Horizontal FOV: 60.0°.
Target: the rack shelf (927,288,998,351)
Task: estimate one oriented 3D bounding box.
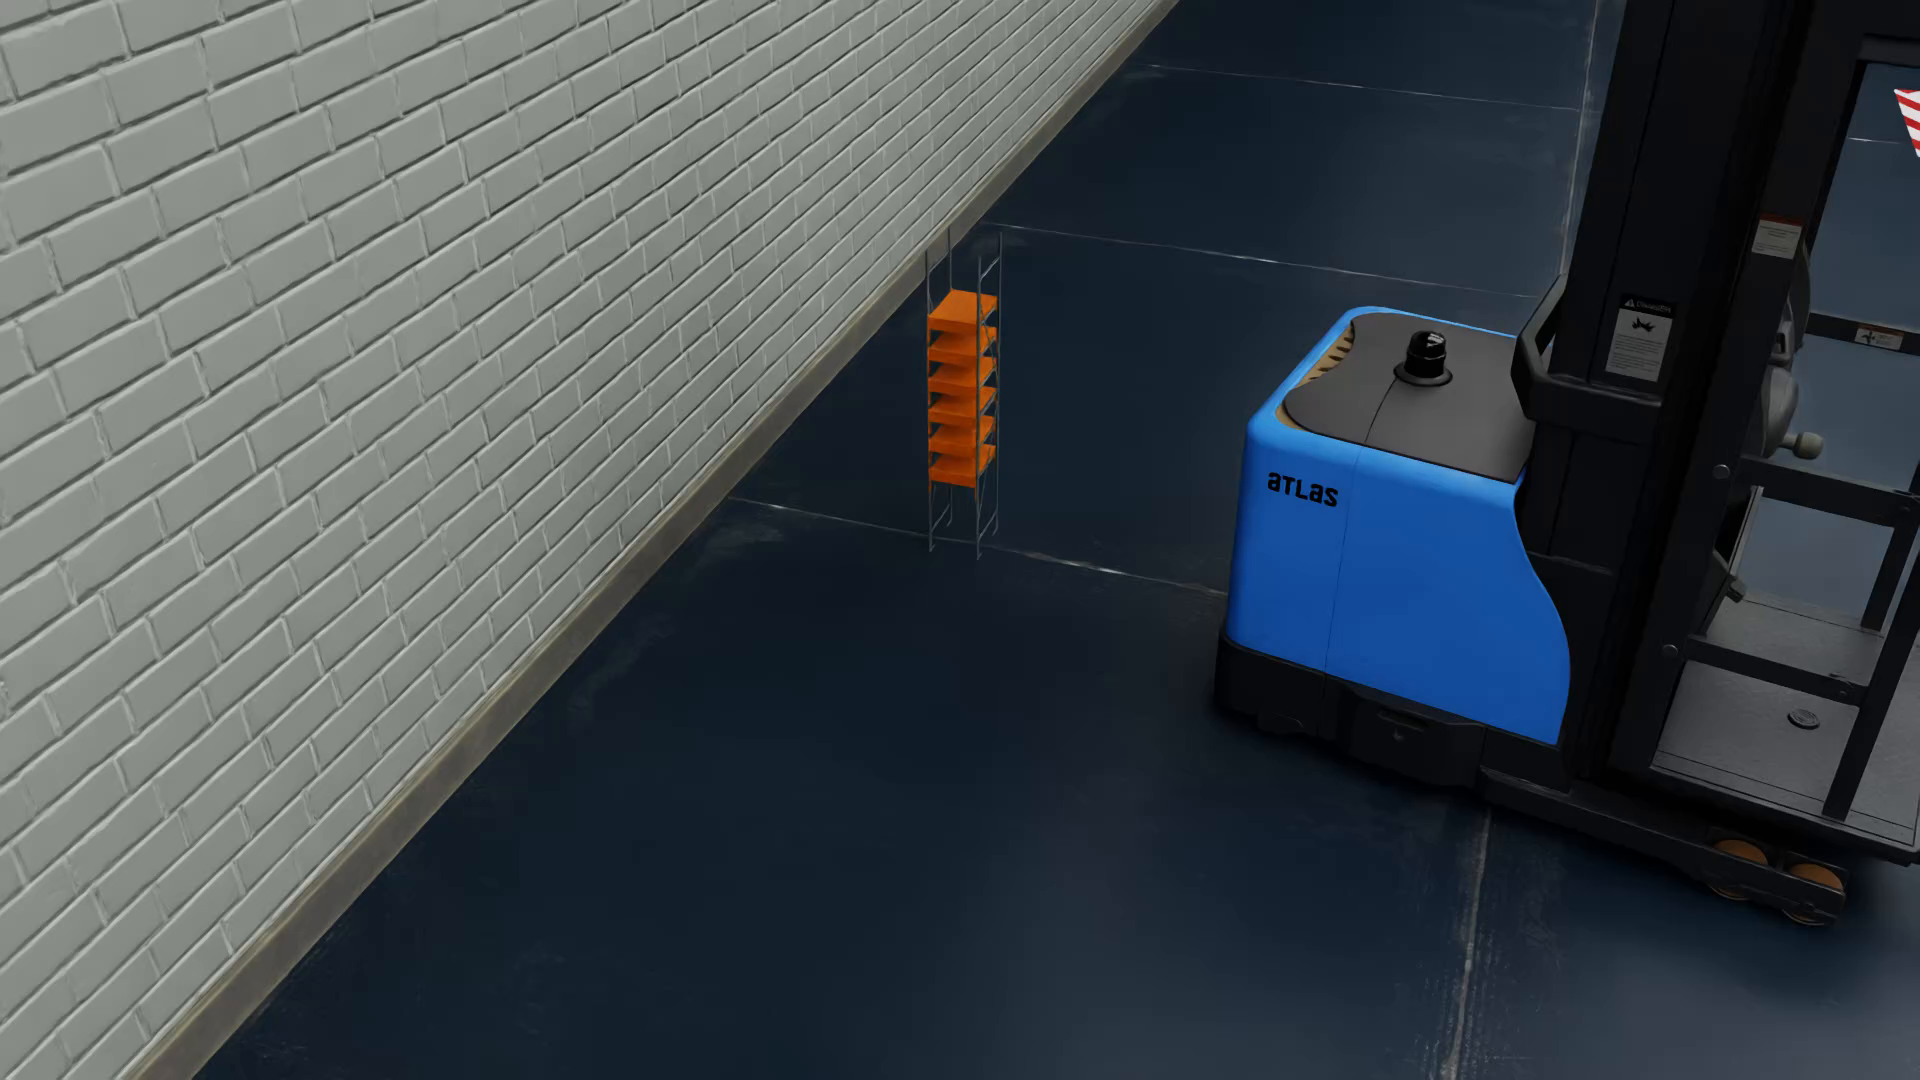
[{"bbox_3d":[0.014,-0.767,5.749,0.180,0.103,0.258,11,34,16],"label":"rack shelf"}]

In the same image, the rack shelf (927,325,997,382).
[{"bbox_3d":[0.014,-0.666,5.814,0.180,0.103,0.258,11,34,16],"label":"rack shelf"}]

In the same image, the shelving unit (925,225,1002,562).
[{"bbox_3d":[0.014,-0.501,5.920,0.189,1.200,0.258,11,34,16],"label":"shelving unit"}]

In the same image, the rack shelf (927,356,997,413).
[{"bbox_3d":[0.014,-0.565,5.879,0.180,0.103,0.258,11,34,16],"label":"rack shelf"}]

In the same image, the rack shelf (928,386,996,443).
[{"bbox_3d":[0.014,-0.464,5.945,0.180,0.103,0.258,11,34,16],"label":"rack shelf"}]

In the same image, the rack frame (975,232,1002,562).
[{"bbox_3d":[0.100,-0.485,5.895,0.006,1.200,0.240,11,34,16],"label":"rack frame"}]

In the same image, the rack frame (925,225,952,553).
[{"bbox_3d":[-0.073,-0.518,5.946,0.006,1.200,0.240,11,34,16],"label":"rack frame"}]

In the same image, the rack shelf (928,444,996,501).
[{"bbox_3d":[0.014,-0.262,6.075,0.180,0.103,0.258,11,34,16],"label":"rack shelf"}]

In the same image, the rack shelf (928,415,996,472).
[{"bbox_3d":[0.014,-0.363,6.010,0.180,0.103,0.258,11,34,16],"label":"rack shelf"}]

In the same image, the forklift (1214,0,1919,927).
[{"bbox_3d":[2.354,-0.498,4.318,3.031,2.935,1.130,17,37,25],"label":"forklift"}]
